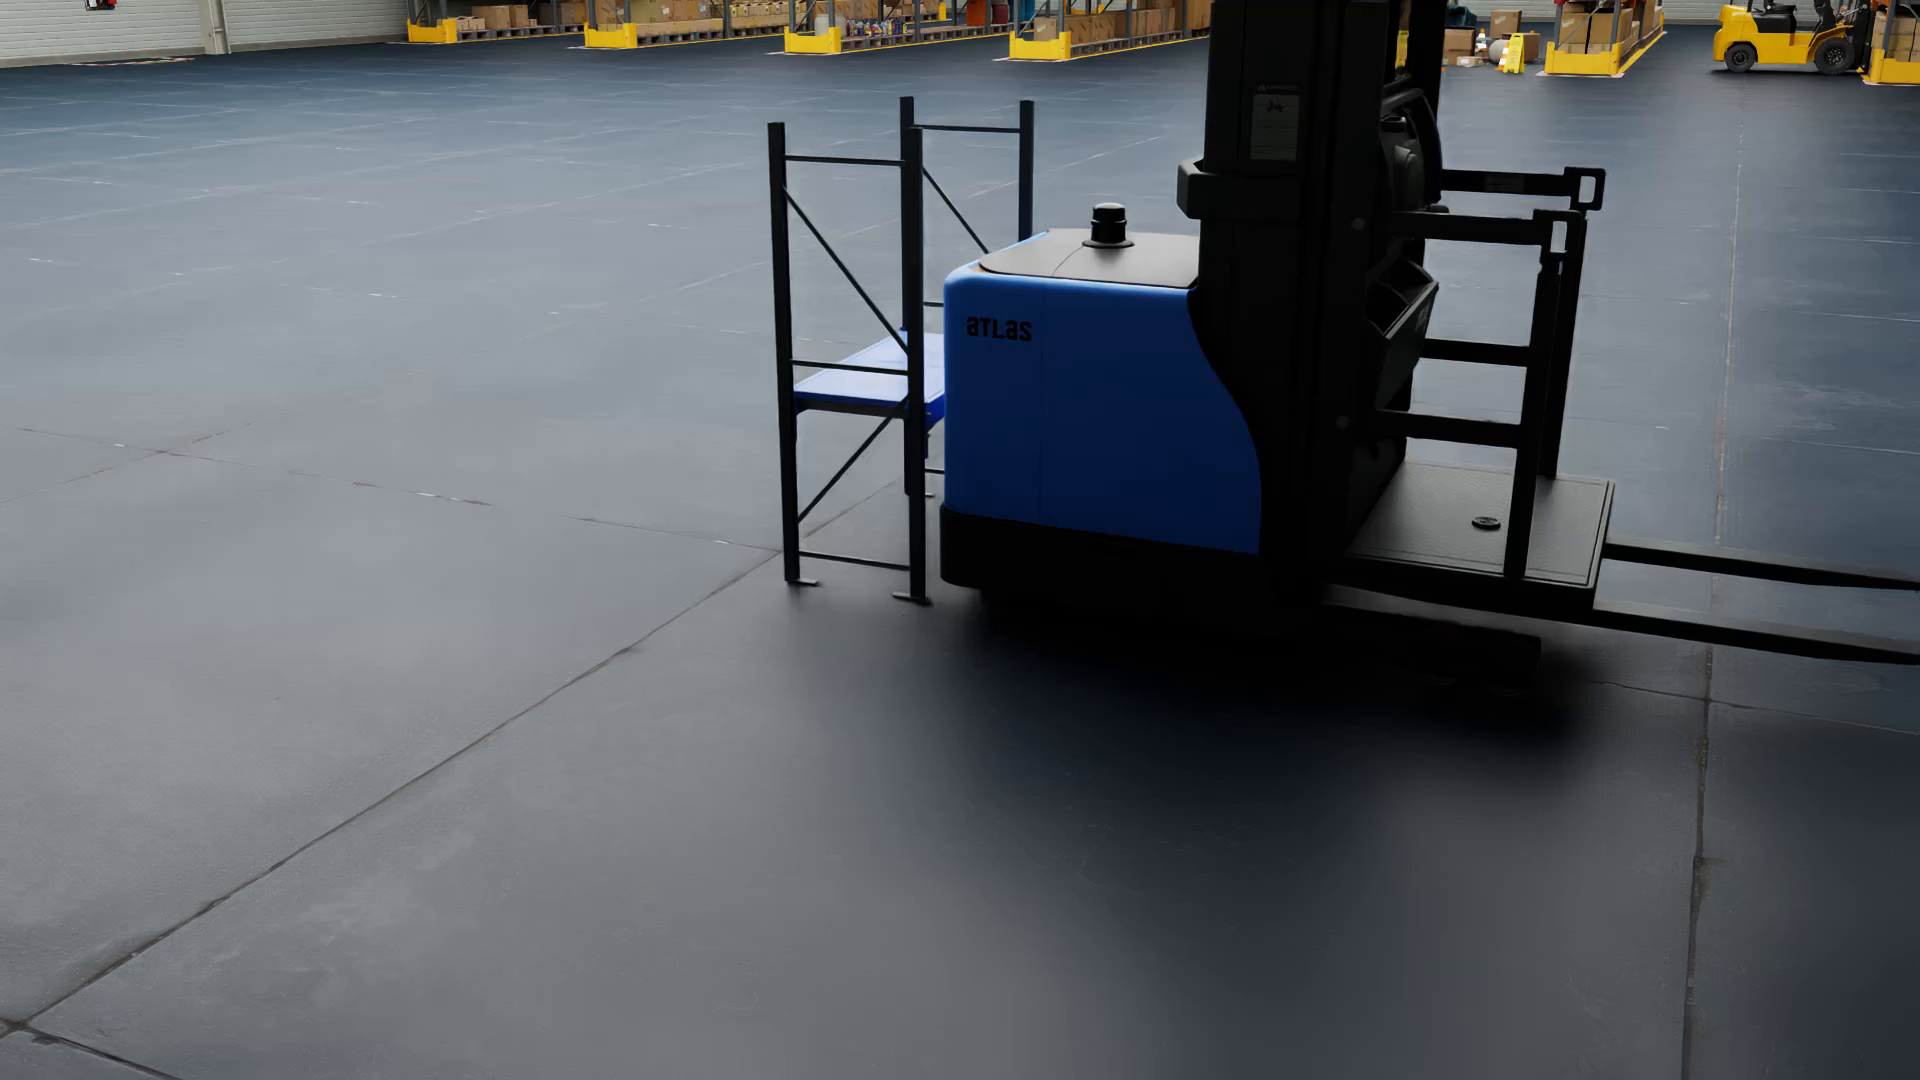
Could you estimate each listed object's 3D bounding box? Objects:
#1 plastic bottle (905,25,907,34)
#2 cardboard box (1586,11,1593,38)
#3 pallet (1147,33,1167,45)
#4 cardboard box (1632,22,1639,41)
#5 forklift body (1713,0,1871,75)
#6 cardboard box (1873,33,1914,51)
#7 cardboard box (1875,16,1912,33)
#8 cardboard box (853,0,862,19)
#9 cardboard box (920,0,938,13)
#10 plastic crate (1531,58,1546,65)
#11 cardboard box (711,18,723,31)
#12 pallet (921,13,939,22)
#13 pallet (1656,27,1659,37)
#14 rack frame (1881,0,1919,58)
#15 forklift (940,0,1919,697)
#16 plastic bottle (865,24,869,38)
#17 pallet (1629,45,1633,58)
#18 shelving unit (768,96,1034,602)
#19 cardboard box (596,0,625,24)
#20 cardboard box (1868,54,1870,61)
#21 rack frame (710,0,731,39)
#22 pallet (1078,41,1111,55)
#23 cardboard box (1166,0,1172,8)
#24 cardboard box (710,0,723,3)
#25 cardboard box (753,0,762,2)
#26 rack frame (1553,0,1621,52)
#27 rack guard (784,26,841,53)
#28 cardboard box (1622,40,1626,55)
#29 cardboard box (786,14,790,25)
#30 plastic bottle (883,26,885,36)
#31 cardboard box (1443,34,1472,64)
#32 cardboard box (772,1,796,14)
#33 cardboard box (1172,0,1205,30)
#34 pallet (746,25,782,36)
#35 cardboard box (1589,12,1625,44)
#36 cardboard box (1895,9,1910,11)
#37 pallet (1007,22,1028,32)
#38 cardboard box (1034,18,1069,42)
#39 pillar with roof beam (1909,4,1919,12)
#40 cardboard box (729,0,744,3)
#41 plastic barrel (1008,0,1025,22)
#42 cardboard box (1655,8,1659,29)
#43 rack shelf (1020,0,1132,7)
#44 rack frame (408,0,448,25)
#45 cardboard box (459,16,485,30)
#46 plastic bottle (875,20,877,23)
[{"bbox_3d":[-1.231,-11.348,36.920,0.097,0.201,0.097,0,20,0],"label":"plastic bottle"},{"bbox_3d":[10.856,-9.047,29.288,0.500,0.500,0.500,9,22,25],"label":"cardboard box"},{"bbox_3d":[3.968,-11.232,37.235,1.003,0.211,1.213,9,21,23],"label":"pallet"},{"bbox_3d":[13.296,-10.358,33.912,0.950,0.372,0.625,8,21,22],"label":"cardboard box"},{"bbox_3d":[14.197,-9.101,28.348,2.313,2.155,1.214,9,21,23],"label":"forklift body"},{"bbox_3d":[14.999,-8.000,26.718,0.500,0.250,0.500,8,21,22],"label":"cardboard box"},{"bbox_3d":[15.193,-8.384,27.052,0.500,0.250,0.500,9,21,24],"label":"cardboard box"},{"bbox_3d":[-2.965,-14.275,44.706,0.500,0.500,0.500,9,21,23],"label":"cardboard box"},{"bbox_3d":[-0.968,-15.791,48.969,0.500,0.500,0.500,9,21,23],"label":"cardboard box"},{"bbox_3d":[10.802,-8.830,30.679,0.402,0.080,0.583,1,20,4],"label":"plastic crate"},{"bbox_3d":[-5.875,-12.024,38.779,0.500,0.250,0.500,9,21,23],"label":"cardboard box"},{"bbox_3d":[-1.327,-15.381,48.902,1.003,0.211,1.213,9,21,23],"label":"pallet"},{"bbox_3d":[16.350,-12.301,40.242,1.003,0.211,1.213,9,21,23],"label":"pallet"},{"bbox_3d":[15.085,-8.670,25.872,1.000,3.000,0.127,9,21,23],"label":"rack frame"},{"bbox_3d":[1.500,-1.139,4.797,3.031,2.935,1.130,8,21,22],"label":"forklift"},{"bbox_3d":[-1.978,-10.823,35.340,0.097,0.271,0.097,0,20,0],"label":"plastic bottle"},{"bbox_3d":[12.510,-9.498,32.360,1.003,0.211,1.213,9,21,23],"label":"pallet"},{"bbox_3d":[-0.164,-0.700,5.700,0.538,1.500,1.048,7,21,20],"label":"shelving unit"},{"bbox_3d":[-7.574,-11.531,36.273,0.500,0.500,0.500,9,21,23],"label":"cardboard box"},{"bbox_3d":[15.607,-8.224,28.094,0.500,0.250,0.500,9,22,24],"label":"cardboard box"},{"bbox_3d":[-5.884,-13.293,38.871,1.000,3.000,0.127,9,21,23],"label":"rack frame"},{"bbox_3d":[2.411,-10.035,33.870,1.003,0.211,1.213,9,21,23],"label":"pallet"},{"bbox_3d":[4.543,-12.330,38.116,0.500,0.250,0.500,10,22,25],"label":"cardboard box"},{"bbox_3d":[-7.277,-15.386,47.337,0.750,0.750,0.750,9,21,23],"label":"cardboard box"},{"bbox_3d":[-6.308,-15.962,49.479,0.700,0.500,0.500,9,22,24],"label":"cardboard box"},{"bbox_3d":[10.555,-9.350,27.784,1.000,3.000,0.127,9,21,23],"label":"rack frame"},{"bbox_3d":[-3.017,-10.242,34.021,1.175,0.500,0.348,9,21,23],"label":"rack guard"},{"bbox_3d":[11.565,-8.785,29.671,0.500,0.250,0.500,10,22,26],"label":"cardboard box"},{"bbox_3d":[-4.447,-13.066,41.709,0.500,0.250,0.500,8,21,22],"label":"cardboard box"},{"bbox_3d":[-1.672,-11.019,35.995,0.097,0.201,0.097,0,20,0],"label":"plastic bottle"},{"bbox_3d":[8.964,-9.058,30.689,0.797,0.503,0.637,-5,20,-15],"label":"cardboard box"},{"bbox_3d":[-4.443,-13.329,41.611,0.500,0.311,0.500,8,21,22],"label":"cardboard box"},{"bbox_3d":[5.091,-12.561,39.355,1.225,0.875,0.875,8,21,20],"label":"cardboard box"},{"bbox_3d":[-5.120,-12.584,41.039,1.003,0.211,1.213,9,21,23],"label":"pallet"},{"bbox_3d":[11.147,-8.822,28.656,0.500,0.500,0.500,8,21,21],"label":"cardboard box"},{"bbox_3d":[18.859,-10.558,33.317,0.380,0.149,0.250,10,22,25],"label":"cardboard box"},{"bbox_3d":[1.057,-13.140,42.601,1.003,0.211,1.213,9,21,23],"label":"pallet"},{"bbox_3d":[1.785,-9.919,32.486,0.500,0.500,0.500,13,23,33],"label":"cardboard box"},{"bbox_3d":[17.179,-15.845,37.094,9.100,9.000,0.400,9,21,23],"label":"pillar with roof beam"},{"bbox_3d":[-6.729,-15.652,48.608,0.700,0.500,0.500,9,21,23],"label":"cardboard box"},{"bbox_3d":[1.381,-13.887,43.045,0.600,0.901,0.708,9,21,23],"label":"plastic barrel"},{"bbox_3d":[16.190,-12.460,39.726,0.875,0.438,0.875,8,21,21],"label":"cardboard box"},{"bbox_3d":[2.333,-10.983,33.447,1.077,0.370,4.000,9,21,23],"label":"rack shelf"},{"bbox_3d":[-12.043,-12.749,37.341,1.000,3.000,0.127,9,21,23],"label":"rack frame"},{"bbox_3d":[-11.444,-12.063,38.768,0.500,0.311,0.500,11,22,27],"label":"cardboard box"},{"bbox_3d":[-1.897,-11.497,37.236,0.097,0.271,0.097,0,20,0],"label":"plastic bottle"}]
